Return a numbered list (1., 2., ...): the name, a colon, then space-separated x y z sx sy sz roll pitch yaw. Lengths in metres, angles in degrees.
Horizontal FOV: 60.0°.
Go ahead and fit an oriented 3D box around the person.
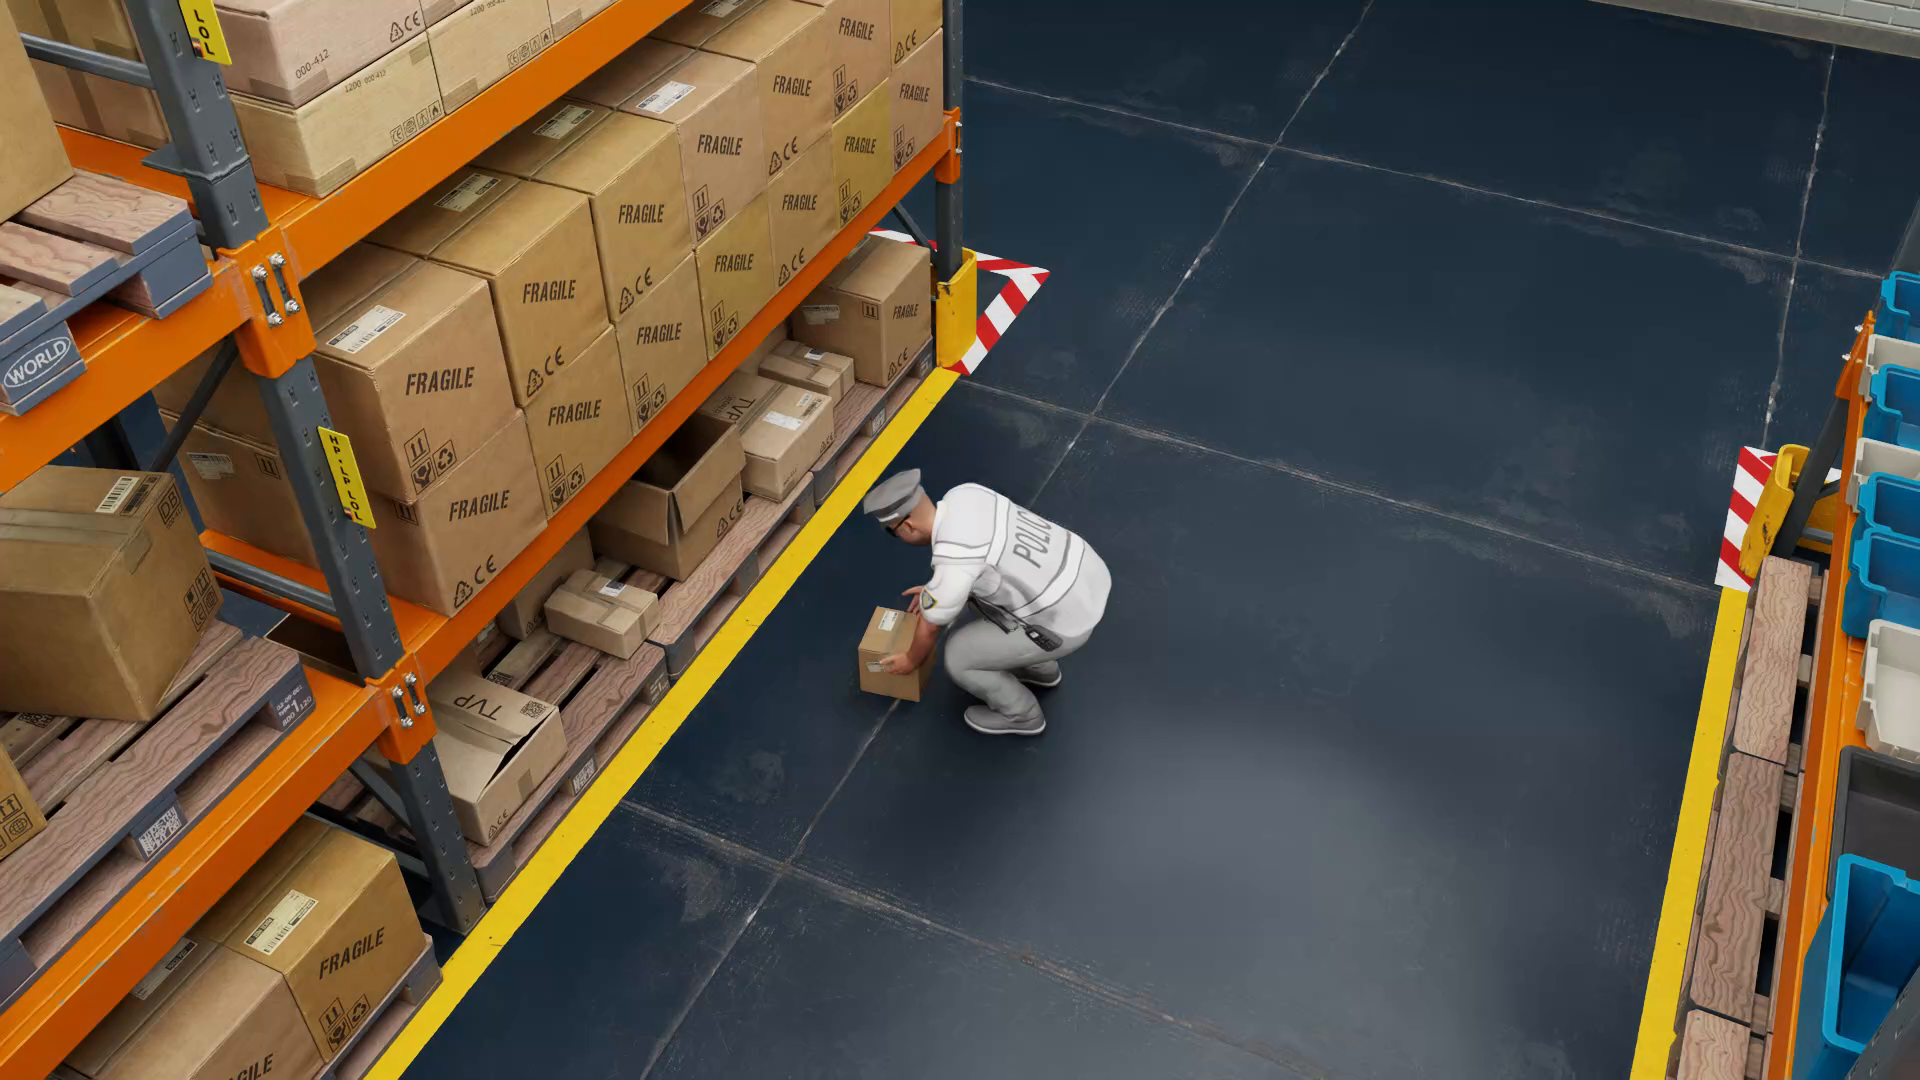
1. person: 0.099 0.234 6.368 0.923 1.124 0.573 10 43 11
